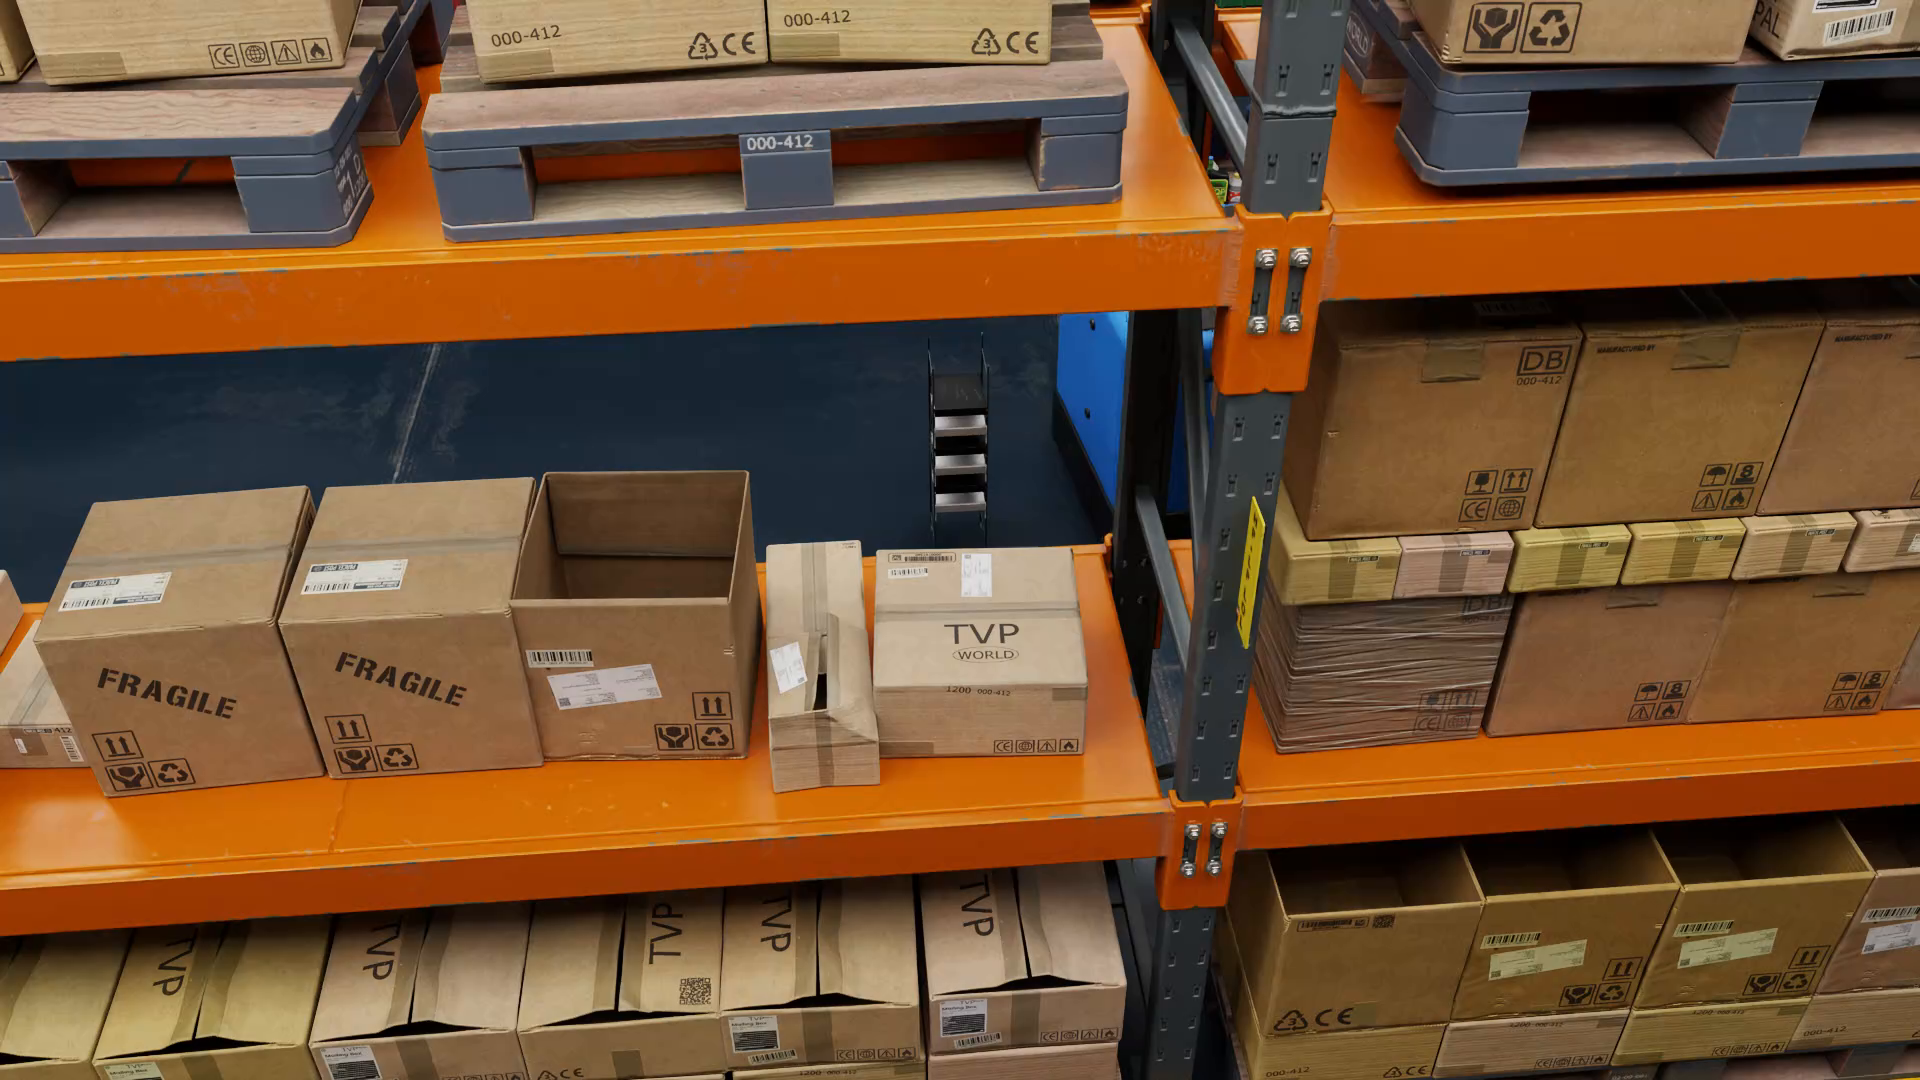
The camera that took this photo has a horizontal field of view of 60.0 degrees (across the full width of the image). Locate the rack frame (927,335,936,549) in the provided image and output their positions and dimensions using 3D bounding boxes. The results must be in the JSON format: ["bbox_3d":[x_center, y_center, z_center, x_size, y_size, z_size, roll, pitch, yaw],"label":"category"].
[{"bbox_3d":[-0.109,-0.347,6.464,0.006,0.900,0.240,-3,38,-4],"label":"rack frame"}]

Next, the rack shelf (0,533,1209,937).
[{"bbox_3d":[-1.463,0.549,4.213,4.000,0.370,1.077,-3,38,-4],"label":"rack shelf"}]

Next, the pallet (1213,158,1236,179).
[{"bbox_3d":[1.985,-1.884,8.968,1.213,0.211,1.003,-3,38,-4],"label":"pallet"}]

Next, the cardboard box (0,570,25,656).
[{"bbox_3d":[-2.584,0.256,4.207,0.250,0.149,0.380,-3,38,-4],"label":"cardboard box"}]

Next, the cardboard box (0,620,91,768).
[{"bbox_3d":[-2.190,0.371,4.061,0.250,0.149,0.380,0,38,-1],"label":"cardboard box"}]

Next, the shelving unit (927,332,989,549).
[{"bbox_3d":[-0.008,-0.353,6.471,0.210,0.900,0.258,-3,38,-4],"label":"shelving unit"}]

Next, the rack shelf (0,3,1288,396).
[{"bbox_3d":[-1.463,-0.628,3.284,4.000,0.370,1.077,-3,38,-4],"label":"rack shelf"}]

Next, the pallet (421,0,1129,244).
[{"bbox_3d":[-0.348,-0.889,3.188,1.217,0.209,0.805,-5,39,-6],"label":"pallet"}]

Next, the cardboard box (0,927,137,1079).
[{"bbox_3d":[-2.385,1.190,4.249,0.500,0.311,0.500,-4,38,-5],"label":"cardboard box"}]

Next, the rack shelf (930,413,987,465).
[{"bbox_3d":[-0.008,-0.397,6.436,0.200,0.077,0.258,-3,38,-4],"label":"rack shelf"}]

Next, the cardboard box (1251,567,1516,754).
[{"bbox_3d":[0.971,0.090,4.134,0.500,0.500,0.700,-4,38,-5],"label":"cardboard box"}]

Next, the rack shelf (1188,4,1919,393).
[{"bbox_3d":[2.521,-0.848,3.562,4.000,0.370,1.077,-3,38,-4],"label":"rack shelf"}]

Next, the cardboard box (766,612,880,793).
[{"bbox_3d":[-0.330,0.372,3.966,0.258,0.266,0.396,-4,38,-5],"label":"cardboard box"}]

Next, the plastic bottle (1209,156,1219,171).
[{"bbox_3d":[1.266,-1.830,8.496,0.097,0.271,0.097,0,38,0],"label":"plastic bottle"}]

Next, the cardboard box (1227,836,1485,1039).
[{"bbox_3d":[1.019,0.945,4.406,0.500,0.500,0.500,-3,38,-4],"label":"cardboard box"}]

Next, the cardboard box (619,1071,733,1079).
[{"bbox_3d":[-0.872,1.328,4.525,0.500,0.250,0.500,-2,38,-3],"label":"cardboard box"}]

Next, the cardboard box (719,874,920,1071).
[{"bbox_3d":[-0.367,1.083,4.384,0.500,0.311,0.500,-2,38,-3],"label":"cardboard box"}]

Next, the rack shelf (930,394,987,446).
[{"bbox_3d":[-0.008,-0.468,6.380,0.200,0.077,0.258,-3,38,-4],"label":"rack shelf"}]

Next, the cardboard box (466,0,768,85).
[{"bbox_3d":[-0.632,-1.067,3.041,0.500,0.250,0.500,-7,39,-8],"label":"cardboard box"}]

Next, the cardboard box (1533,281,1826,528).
[{"bbox_3d":[1.474,-0.448,3.768,0.500,0.500,0.700,-3,38,-4],"label":"cardboard box"}]

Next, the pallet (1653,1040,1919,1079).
[{"bbox_3d":[2.543,1.165,5.103,1.213,0.211,1.003,-3,38,-4],"label":"pallet"}]

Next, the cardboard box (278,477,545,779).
[{"bbox_3d":[-1.261,0.206,3.986,0.500,0.500,0.500,-3,38,-4],"label":"cardboard box"}]

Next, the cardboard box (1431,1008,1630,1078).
[{"bbox_3d":[1.516,1.209,4.677,0.500,0.250,0.500,-3,38,-4],"label":"cardboard box"}]

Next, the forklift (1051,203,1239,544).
[{"bbox_3d":[1.968,-1.488,6.269,3.031,2.935,1.130,-7,39,-9],"label":"forklift"}]

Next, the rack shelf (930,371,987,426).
[{"bbox_3d":[-0.008,-0.539,6.324,0.200,0.077,0.258,-3,38,-4],"label":"rack shelf"}]

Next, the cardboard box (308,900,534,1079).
[{"bbox_3d":[-1.365,1.134,4.319,0.500,0.311,0.500,-4,38,-5],"label":"cardboard box"}]

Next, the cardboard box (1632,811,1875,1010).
[{"bbox_3d":[2.015,0.890,4.475,0.500,0.500,0.500,-3,38,-4],"label":"cardboard box"}]

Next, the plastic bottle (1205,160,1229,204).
[{"bbox_3d":[1.291,-1.787,8.431,0.133,0.283,0.061,-2,38,-2],"label":"plastic bottle"}]

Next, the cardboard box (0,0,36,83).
[{"bbox_3d":[-1.917,-1.031,2.995,0.500,0.250,0.500,-4,38,-5],"label":"cardboard box"}]

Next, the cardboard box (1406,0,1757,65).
[{"bbox_3d":[1.054,-1.144,2.824,0.500,0.500,0.500,0,38,0],"label":"cardboard box"}]

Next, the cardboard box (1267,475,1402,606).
[{"bbox_3d":[0.814,-0.032,3.764,0.250,0.149,0.380,-3,38,-4],"label":"cardboard box"}]

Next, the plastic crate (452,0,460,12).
[{"bbox_3d":[-2.254,-2.605,7.578,0.583,0.464,0.402,-3,38,-4],"label":"plastic crate"}]

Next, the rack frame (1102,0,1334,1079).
[{"bbox_3d":[0.529,0.157,4.129,0.127,3.000,1.000,-3,38,-4],"label":"rack frame"}]

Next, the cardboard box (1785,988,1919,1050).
[{"bbox_3d":[2.512,1.154,4.747,0.500,0.250,0.500,-3,38,-4],"label":"cardboard box"}]

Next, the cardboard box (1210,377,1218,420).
[{"bbox_3d":[0.781,-0.284,4.084,0.250,0.149,0.380,-3,38,-4],"label":"cardboard box"}]

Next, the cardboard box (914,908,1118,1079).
[{"bbox_3d":[0.142,1.273,4.595,0.500,0.250,0.500,-3,38,-4],"label":"cardboard box"}]

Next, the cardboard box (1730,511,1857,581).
[{"bbox_3d":[1.831,-0.089,3.836,0.250,0.149,0.380,-4,38,-5],"label":"cardboard box"}]

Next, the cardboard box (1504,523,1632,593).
[{"bbox_3d":[1.321,-0.061,3.801,0.250,0.149,0.380,-4,38,-5],"label":"cardboard box"}]

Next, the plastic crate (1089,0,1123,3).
[{"bbox_3d":[0.627,-2.825,7.959,0.504,0.338,0.767,-3,38,-4],"label":"plastic crate"}]

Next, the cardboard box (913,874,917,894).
[{"bbox_3d":[0.095,0.721,4.843,0.500,0.311,0.500,-3,38,-4],"label":"cardboard box"}]

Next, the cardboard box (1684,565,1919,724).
[{"bbox_3d":[1.995,0.032,4.207,0.500,0.500,0.700,-3,38,-3],"label":"cardboard box"}]

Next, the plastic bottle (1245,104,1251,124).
[{"bbox_3d":[1.602,-2.278,9.062,0.097,0.271,0.097,0,38,0],"label":"plastic bottle"}]
